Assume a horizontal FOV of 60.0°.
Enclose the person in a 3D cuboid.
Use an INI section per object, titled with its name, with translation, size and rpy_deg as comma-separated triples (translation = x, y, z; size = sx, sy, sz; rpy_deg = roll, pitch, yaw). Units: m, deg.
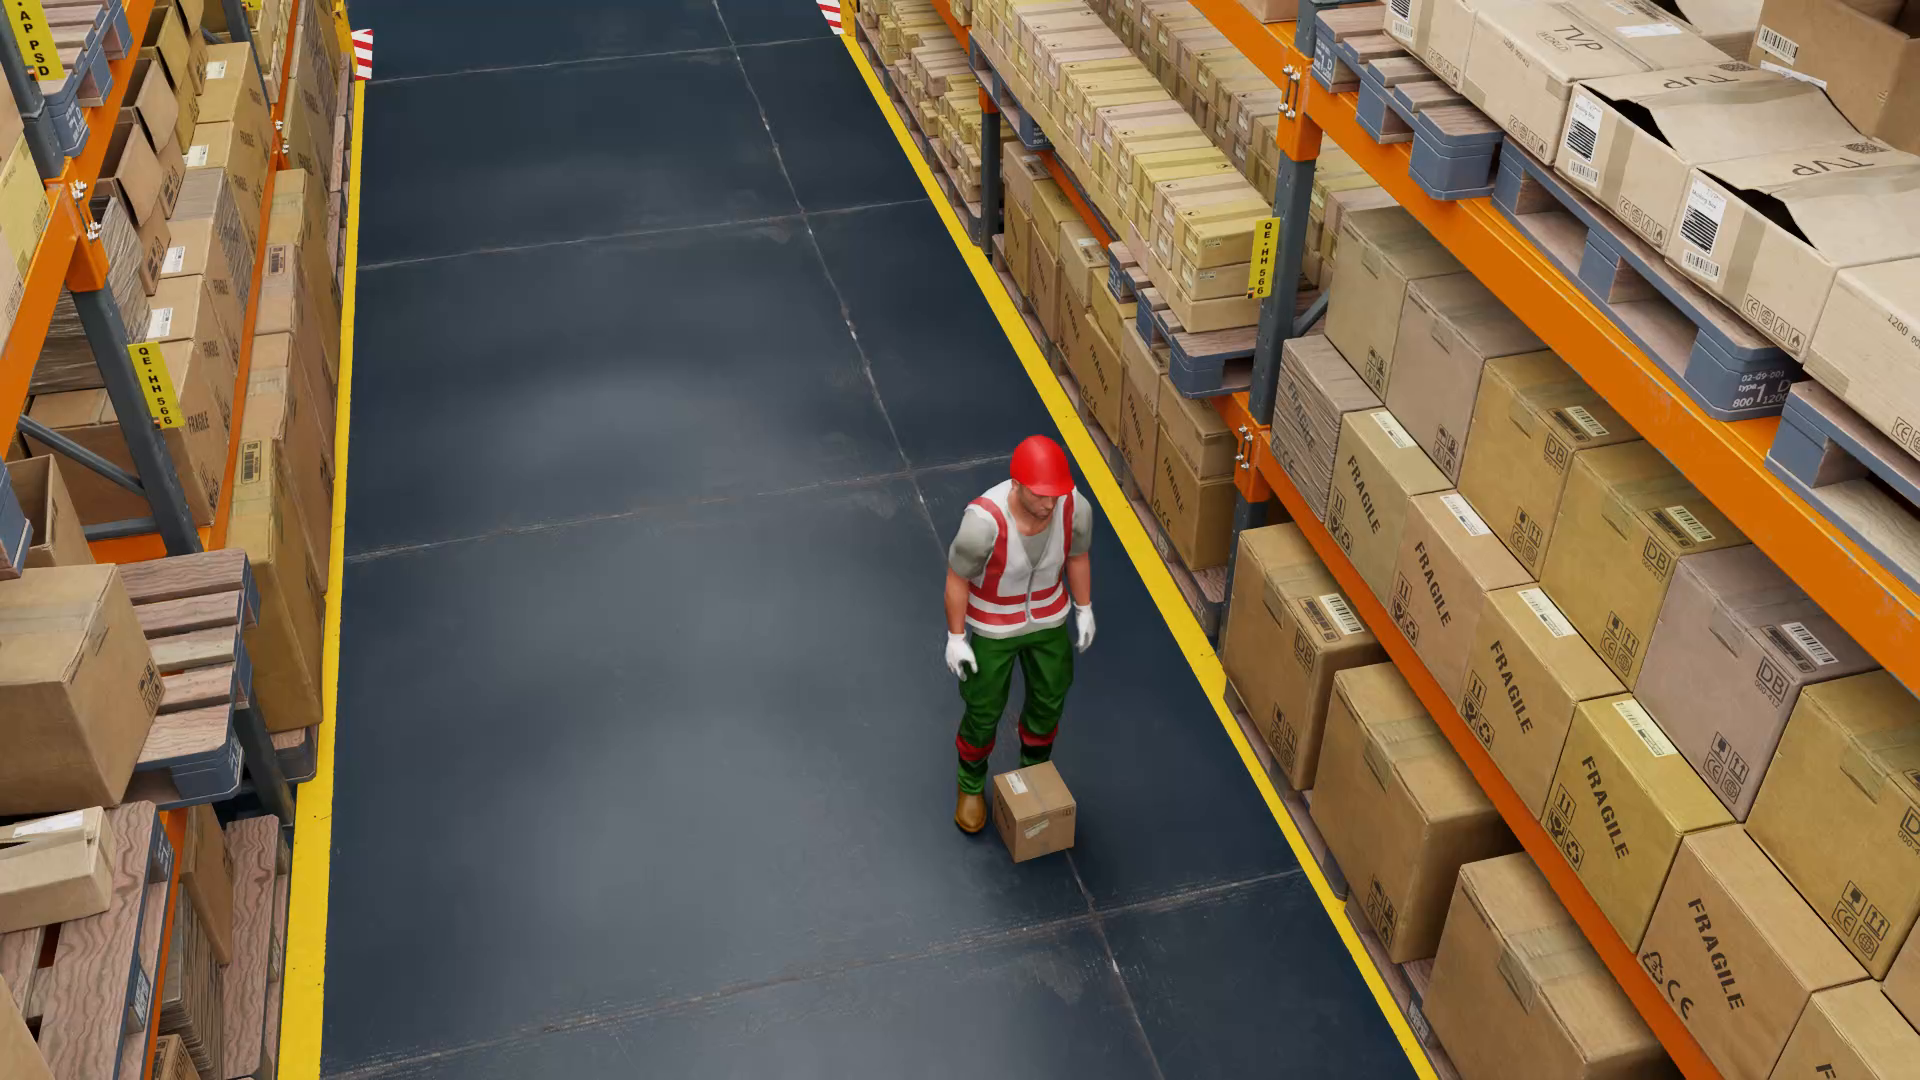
[person]
translation = 0.206, 0.340, 6.266
size = 0.611, 1.778, 0.450
rpy_deg = -12, 39, -15
